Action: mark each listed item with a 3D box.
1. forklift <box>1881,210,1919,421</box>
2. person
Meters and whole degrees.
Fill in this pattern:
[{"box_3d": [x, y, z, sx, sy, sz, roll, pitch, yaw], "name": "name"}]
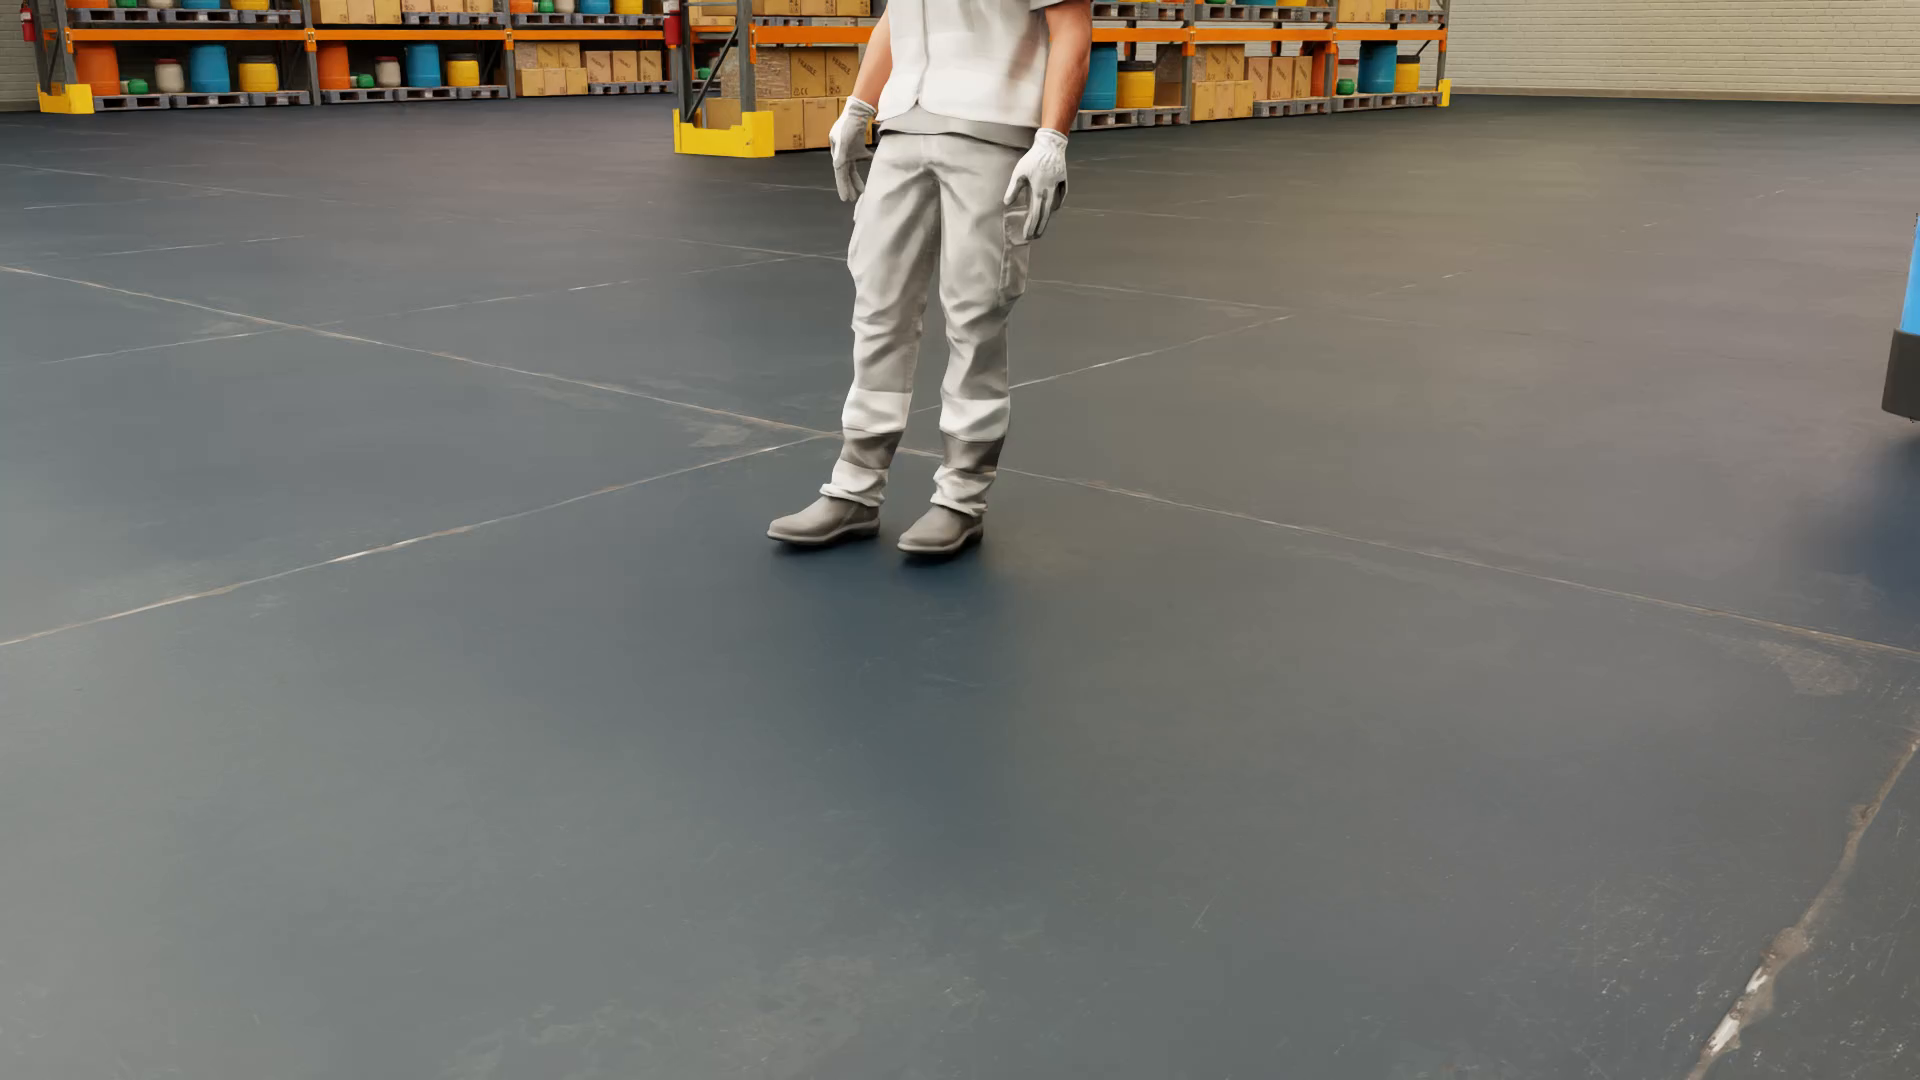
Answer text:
[{"box_3d": [4.328, -1.682, 4.436, 3.031, 2.935, 1.130, -4, 17, -11], "name": "forklift"}, {"box_3d": [-0.061, -0.848, 3.629, 0.637, 1.787, 0.564, 13, 21, 37], "name": "person"}]
